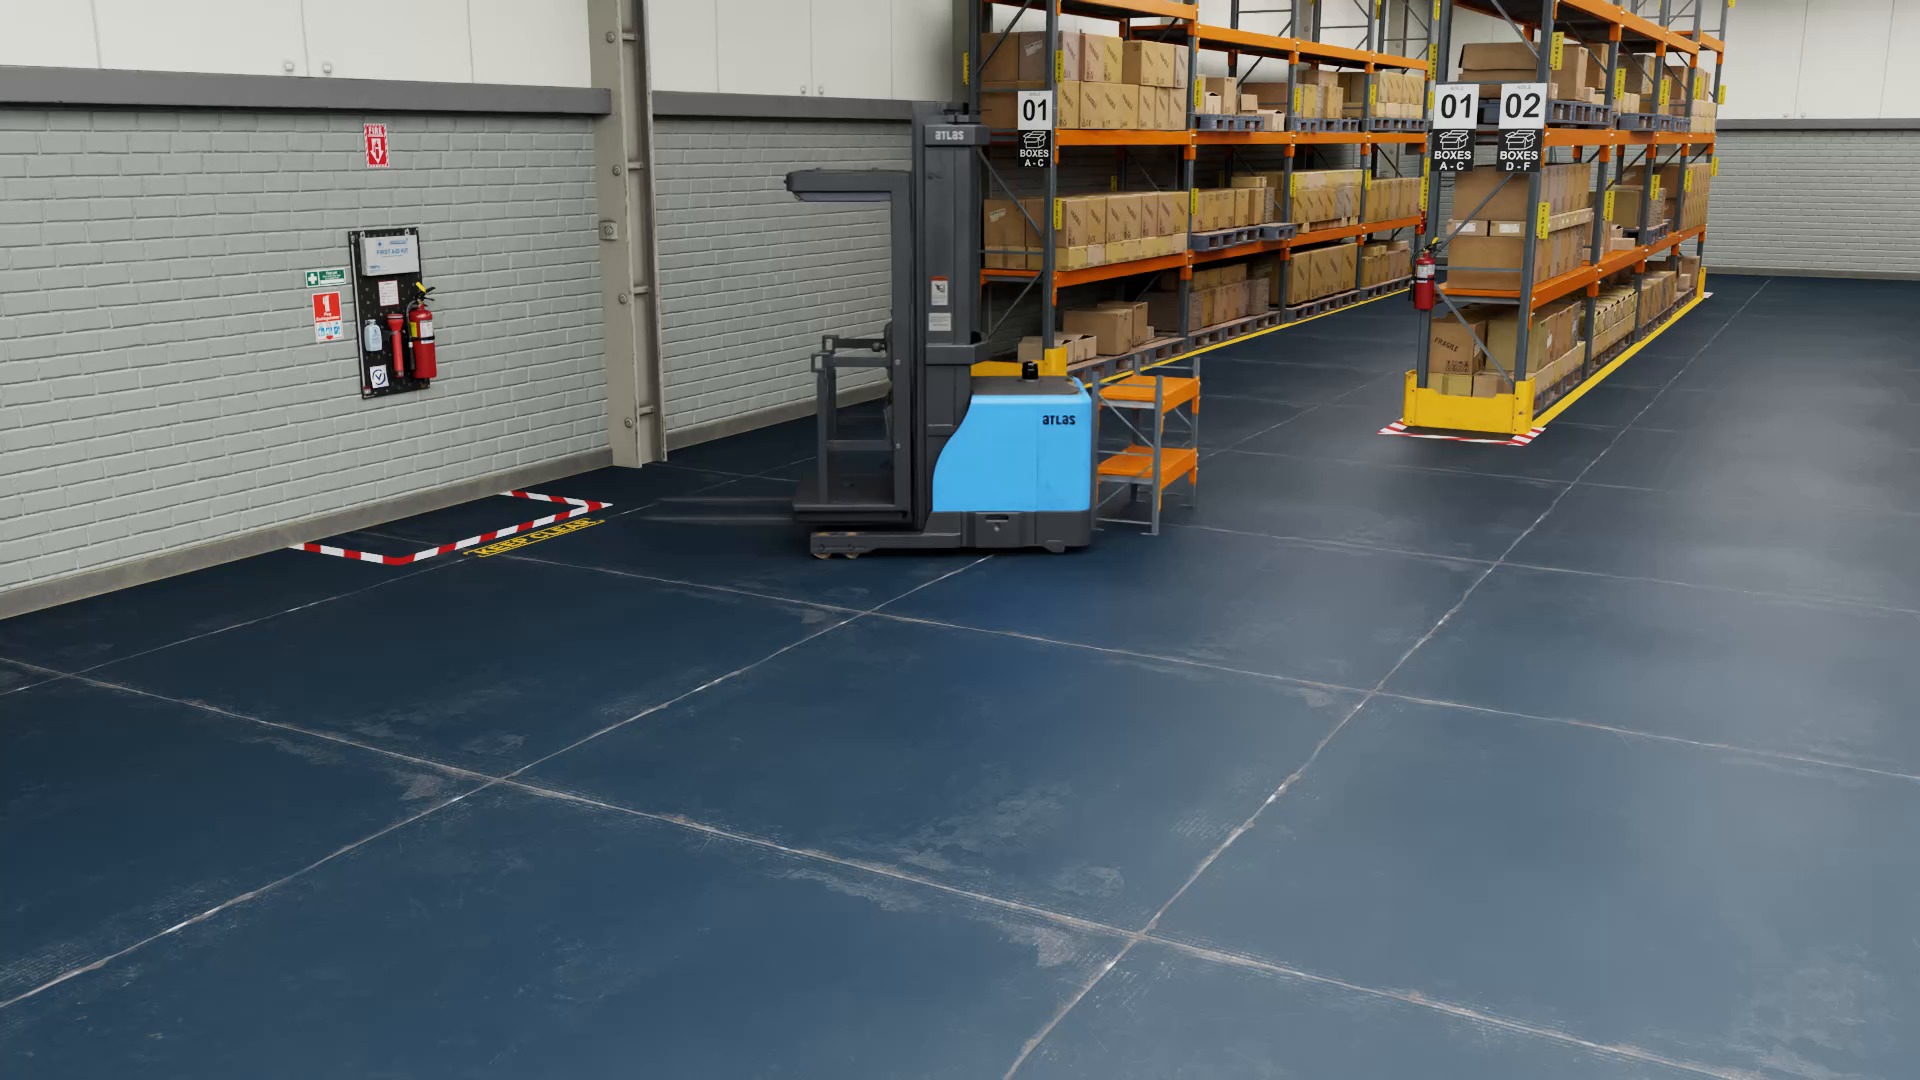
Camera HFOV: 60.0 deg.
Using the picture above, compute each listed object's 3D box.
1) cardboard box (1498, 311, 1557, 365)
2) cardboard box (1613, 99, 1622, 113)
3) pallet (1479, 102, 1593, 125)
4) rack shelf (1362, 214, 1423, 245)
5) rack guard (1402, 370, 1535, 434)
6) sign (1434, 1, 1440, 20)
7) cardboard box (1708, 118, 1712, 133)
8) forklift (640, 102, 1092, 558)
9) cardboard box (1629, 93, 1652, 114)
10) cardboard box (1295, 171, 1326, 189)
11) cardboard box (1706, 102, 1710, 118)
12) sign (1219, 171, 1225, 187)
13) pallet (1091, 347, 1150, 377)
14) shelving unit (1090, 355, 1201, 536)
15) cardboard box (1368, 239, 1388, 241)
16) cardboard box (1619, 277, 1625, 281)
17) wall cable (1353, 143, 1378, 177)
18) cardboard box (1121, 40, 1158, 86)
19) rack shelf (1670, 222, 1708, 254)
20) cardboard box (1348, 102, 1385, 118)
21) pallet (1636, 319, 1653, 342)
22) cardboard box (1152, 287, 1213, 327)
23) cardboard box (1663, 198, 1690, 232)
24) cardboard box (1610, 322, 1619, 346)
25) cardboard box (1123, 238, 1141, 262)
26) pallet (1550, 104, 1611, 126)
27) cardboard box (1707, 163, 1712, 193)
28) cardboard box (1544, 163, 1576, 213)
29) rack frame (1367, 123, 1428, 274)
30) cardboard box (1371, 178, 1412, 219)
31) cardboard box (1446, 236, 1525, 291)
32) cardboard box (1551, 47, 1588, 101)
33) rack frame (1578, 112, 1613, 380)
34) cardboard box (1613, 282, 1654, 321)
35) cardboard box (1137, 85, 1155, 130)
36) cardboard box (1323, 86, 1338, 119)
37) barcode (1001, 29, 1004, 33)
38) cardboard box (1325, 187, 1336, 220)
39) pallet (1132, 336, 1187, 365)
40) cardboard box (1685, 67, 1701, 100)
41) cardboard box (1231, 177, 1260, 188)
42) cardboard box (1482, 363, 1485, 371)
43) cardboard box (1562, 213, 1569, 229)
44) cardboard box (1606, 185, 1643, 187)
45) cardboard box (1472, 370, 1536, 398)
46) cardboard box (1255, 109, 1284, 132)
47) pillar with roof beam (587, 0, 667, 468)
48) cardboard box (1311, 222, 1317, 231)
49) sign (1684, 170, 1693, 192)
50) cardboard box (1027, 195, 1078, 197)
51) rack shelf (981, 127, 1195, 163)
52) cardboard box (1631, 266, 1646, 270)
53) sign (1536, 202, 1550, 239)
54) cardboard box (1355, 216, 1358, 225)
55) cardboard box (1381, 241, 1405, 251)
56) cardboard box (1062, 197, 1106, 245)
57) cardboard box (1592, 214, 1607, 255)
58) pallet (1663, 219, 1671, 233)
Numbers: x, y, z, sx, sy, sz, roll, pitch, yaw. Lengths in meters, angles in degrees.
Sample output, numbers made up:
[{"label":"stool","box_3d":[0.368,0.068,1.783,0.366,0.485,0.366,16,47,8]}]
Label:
[{"label":"cardboard box","box_3d":[5.822,-2.076,17.116,0.500,0.500,0.500,7,15,28]},{"label":"cardboard box","box_3d":[7.809,-5.348,20.340,0.500,0.250,0.500,6,15,23]},{"label":"pallet","box_3d":[5.851,-4.361,17.011,1.003,0.211,1.213,7,15,28]},{"label":"rack shelf","box_3d":[7.327,-5.635,30.044,1.077,0.370,4.000,7,15,28]},{"label":"rack guard","box_3d":[4.886,-1.332,15.993,1.175,0.500,0.348,7,15,28]},{"label":"sign","box_3d":[8.762,-9.740,30.573,0.100,0.325,0.005,7,15,28]},{"label":"cardboard box","box_3d":[12.363,-6.984,28.021,0.500,0.250,0.500,7,15,28]},{"label":"forklift","box_3d":[-0.640,-1.431,11.215,3.031,2.935,1.130,0,14,-1]},{"label":"cardboard box","box_3d":[8.946,-5.794,22.553,0.910,0.500,0.500,7,15,28]},{"label":"cardboard box","box_3d":[5.369,-5.599,25.867,0.500,0.250,0.500,7,15,28]},{"label":"cardboard box","box_3d":[12.121,-7.124,27.538,0.500,0.250,0.500,7,15,28]},{"label":"sign","box_3d":[3.939,-5.379,24.976,0.100,0.325,0.005,7,15,28]},{"label":"pallet","box_3d":[1.610,-2.185,20.146,1.003,0.211,1.213,7,15,28]},{"label":"shelving unit","box_3d":[1.352,-0.713,12.090,0.538,1.125,1.048,6,15,22]},{"label":"cardboard box","box_3d":[7.928,-5.593,31.387,0.380,0.149,0.250,7,15,28]},{"label":"cardboard box","box_3d":[9.510,-3.625,24.566,0.500,0.500,0.500,7,15,26]},{"label":"wall cable","box_3d":[8.085,-7.259,33.077,0.084,1.984,1.851,7,15,28]},{"label":"cardboard box","box_3d":[1.989,-5.581,19.492,0.500,0.500,0.500,7,15,26]},{"label":"rack shelf","box_3d":[11.665,-5.075,27.719,1.077,0.370,4.000,7,15,28]},{"label":"cardboard box","box_3d":[6.925,-7.325,28.327,0.500,0.250,0.500,7,15,28]},{"label":"pallet","box_3d":[9.159,-2.987,23.473,1.003,0.211,1.213,7,15,28]},{"label":"cardboard box","box_3d":[3.040,-3.197,22.788,0.700,0.500,0.500,7,15,27]},{"label":"cardboard box","box_3d":[11.183,-5.137,26.227,0.500,0.500,0.500,8,16,30]},{"label":"cardboard box","box_3d":[7.986,-2.611,20.933,0.500,0.250,0.500,8,16,29]},{"label":"cardboard box","box_3d":[1.809,-3.429,19.635,0.500,0.250,0.500,8,15,29]},{"label":"pallet","box_3d":[6.441,-4.610,18.045,1.003,0.211,1.213,7,15,28]},{"label":"cardboard box","box_3d":[12.658,-6.247,28.700,0.500,0.500,0.500,7,15,28]},{"label":"cardboard box","box_3d":[6.136,-3.754,17.724,0.700,0.500,0.500,7,15,28]},{"label":"rack frame","box_3d":[8.294,-6.396,31.662,1.000,3.000,0.127,7,15,28]},{"label":"cardboard box","box_3d":[7.714,-6.285,30.563,0.980,0.700,0.700,7,15,28]},{"label":"cardboard box","box_3d":[5.134,-2.695,16.100,0.700,0.500,0.500,7,15,28]},{"label":"cardboard box","box_3d":[5.940,-4.641,16.577,0.500,0.500,0.500,7,15,28]},{"label":"rack frame","box_3d":[6.831,-3.373,19.125,1.000,3.000,0.127,7,15,28]},{"label":"cardboard box","box_3d":[9.483,-3.361,23.471,0.500,0.500,0.500,7,15,26]},{"label":"cardboard box","box_3d":[1.975,-5.098,19.624,0.500,0.500,0.500,7,15,26]},{"label":"cardboard box","box_3d":[5.626,-7.006,26.641,0.700,0.500,0.500,7,15,27]},{"label":"barcode","box_3d":[0.465,-5.600,18.334,0.001,0.075,0.075,7,15,28]},{"label":"cardboard box","box_3d":[5.633,-5.344,26.408,0.500,0.500,0.500,8,16,30]},{"label":"pallet","box_3d":[2.199,-2.436,21.188,1.003,0.211,1.213,7,15,28]},{"label":"cardboard box","box_3d":[11.266,-7.198,26.243,0.700,0.500,0.500,7,15,28]},{"label":"cardboard box","box_3d":[4.144,-5.190,24.126,0.380,0.149,0.250,5,14,19]},{"label":"cardboard box","box_3d":[5.129,-1.667,17.020,0.500,0.250,0.500,7,15,28]},{"label":"cardboard box","box_3d":[6.146,-3.342,17.398,0.380,0.149,0.250,8,16,30]},{"label":"cardboard box","box_3d":[10.274,-5.195,25.574,0.700,0.500,0.500,2,14,9]},{"label":"cardboard box","box_3d":[5.351,-1.505,16.346,0.500,0.250,0.500,7,15,28]},{"label":"cardboard box","box_3d":[4.315,-6.001,23.770,0.500,0.311,0.500,7,15,28]},{"label":"pillar with roof beam","box_3d":[1.008,-4.552,11.215,9.100,9.000,0.400,7,15,28]},{"label":"cardboard box","box_3d":[5.386,-4.950,26.160,0.380,0.149,0.250,8,16,29]},{"label":"sign","box_3d":[11.186,-5.515,25.539,0.100,0.325,0.005,7,15,28]},{"label":"cardboard box","box_3d":[1.099,-3.744,19.340,0.500,0.500,0.500,7,15,27]},{"label":"rack shelf","box_3d":[1.526,-4.632,19.480,1.077,0.370,4.000,7,15,28]},{"label":"cardboard box","box_3d":[10.726,-4.162,26.792,0.500,0.500,0.500,7,15,28]},{"label":"sign","box_3d":[5.380,-2.948,15.344,0.100,0.325,0.005,7,15,28]},{"label":"cardboard box","box_3d":[6.445,-5.361,27.864,0.380,0.149,0.250,8,15,29]},{"label":"cardboard box","box_3d":[8.018,-5.445,30.774,0.380,0.149,0.250,8,16,30]},{"label":"cardboard box","box_3d":[1.301,-3.578,18.654,0.500,0.500,0.500,7,15,28]},{"label":"cardboard box","box_3d":[7.713,-3.788,20.633,0.500,0.500,0.500,7,15,28]},{"label":"pallet","box_3d":[10.217,-4.769,25.326,1.003,0.211,1.213,7,15,28]}]
